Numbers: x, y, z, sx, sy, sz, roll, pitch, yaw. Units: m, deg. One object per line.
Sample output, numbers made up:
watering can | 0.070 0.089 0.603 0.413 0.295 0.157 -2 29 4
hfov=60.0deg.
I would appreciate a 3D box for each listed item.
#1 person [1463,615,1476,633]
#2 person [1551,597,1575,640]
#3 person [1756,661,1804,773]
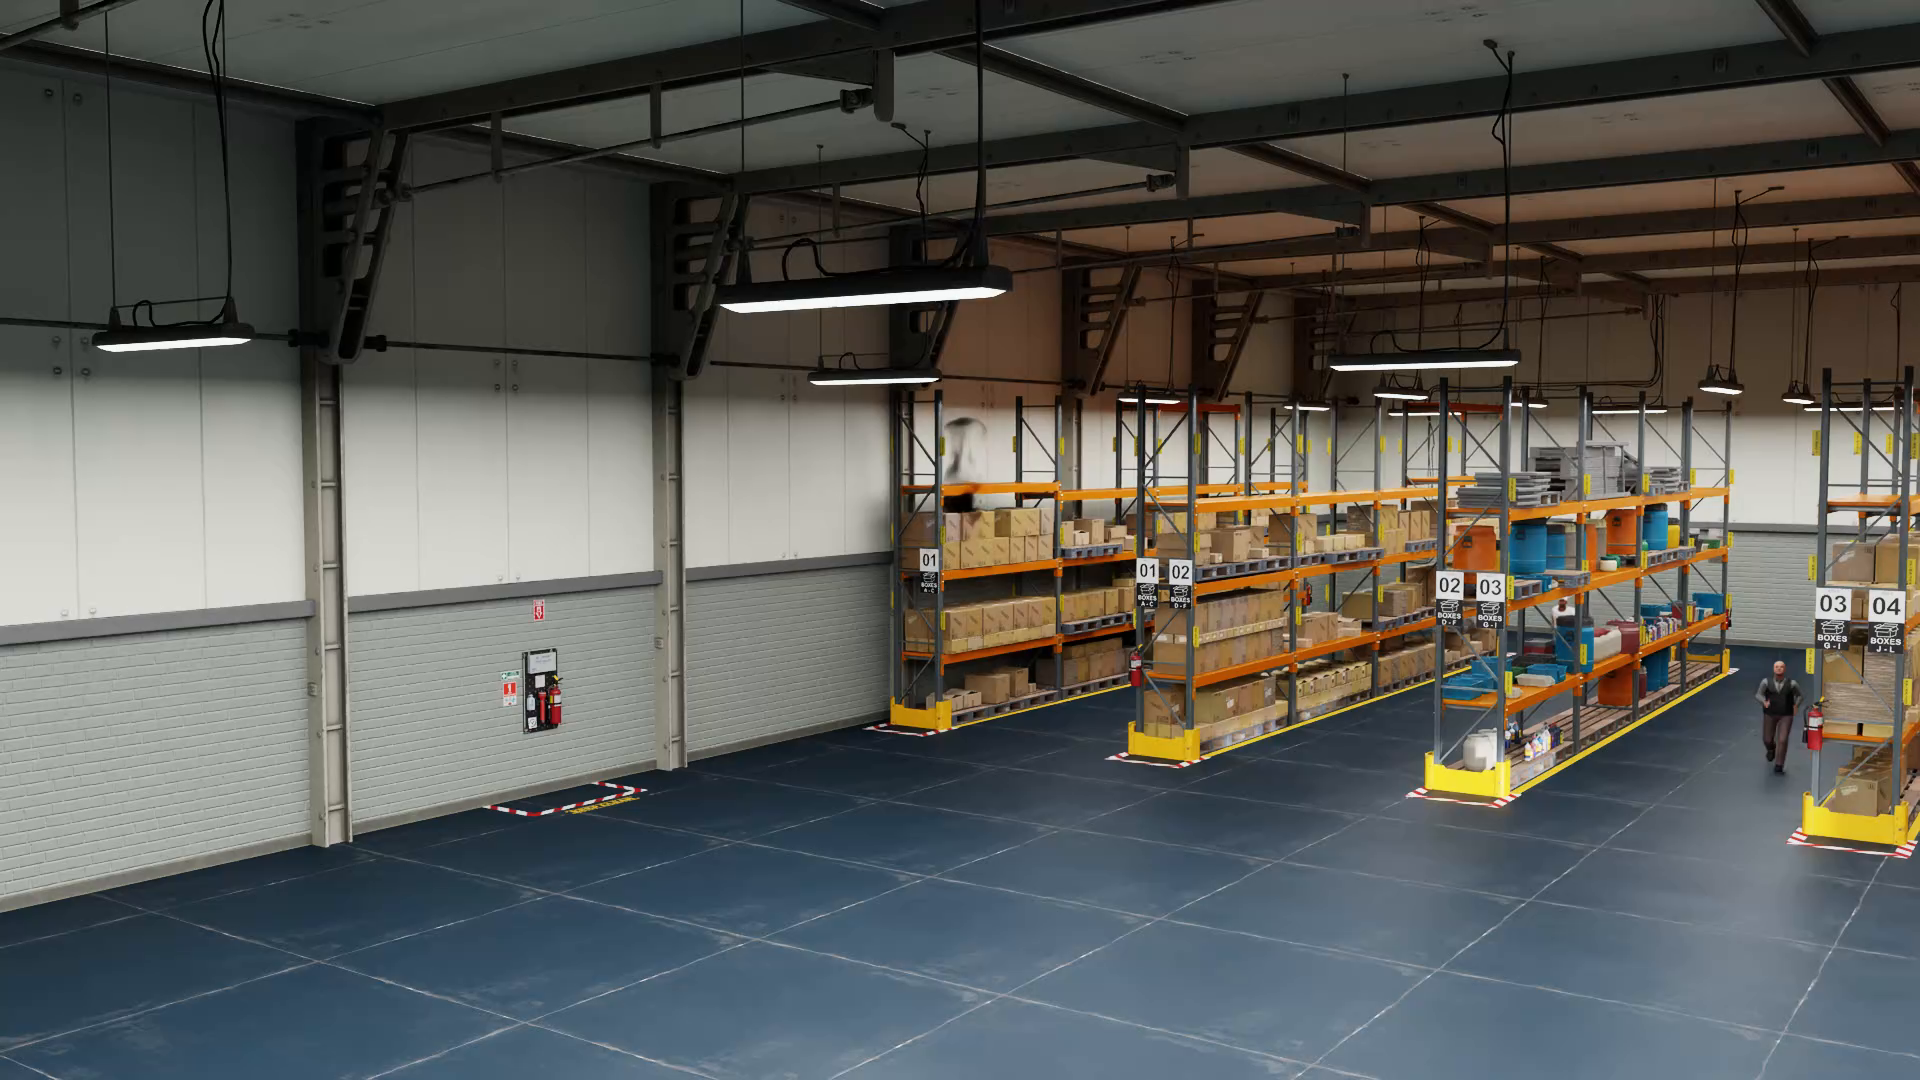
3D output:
person | 12.656 1.849 41.336 0.783 1.719 0.615 2 4 35
person | 13.221 2.095 36.345 0.647 1.807 1.088 2 4 32
person | 12.654 2.716 25.688 0.669 1.684 0.760 2 4 29
